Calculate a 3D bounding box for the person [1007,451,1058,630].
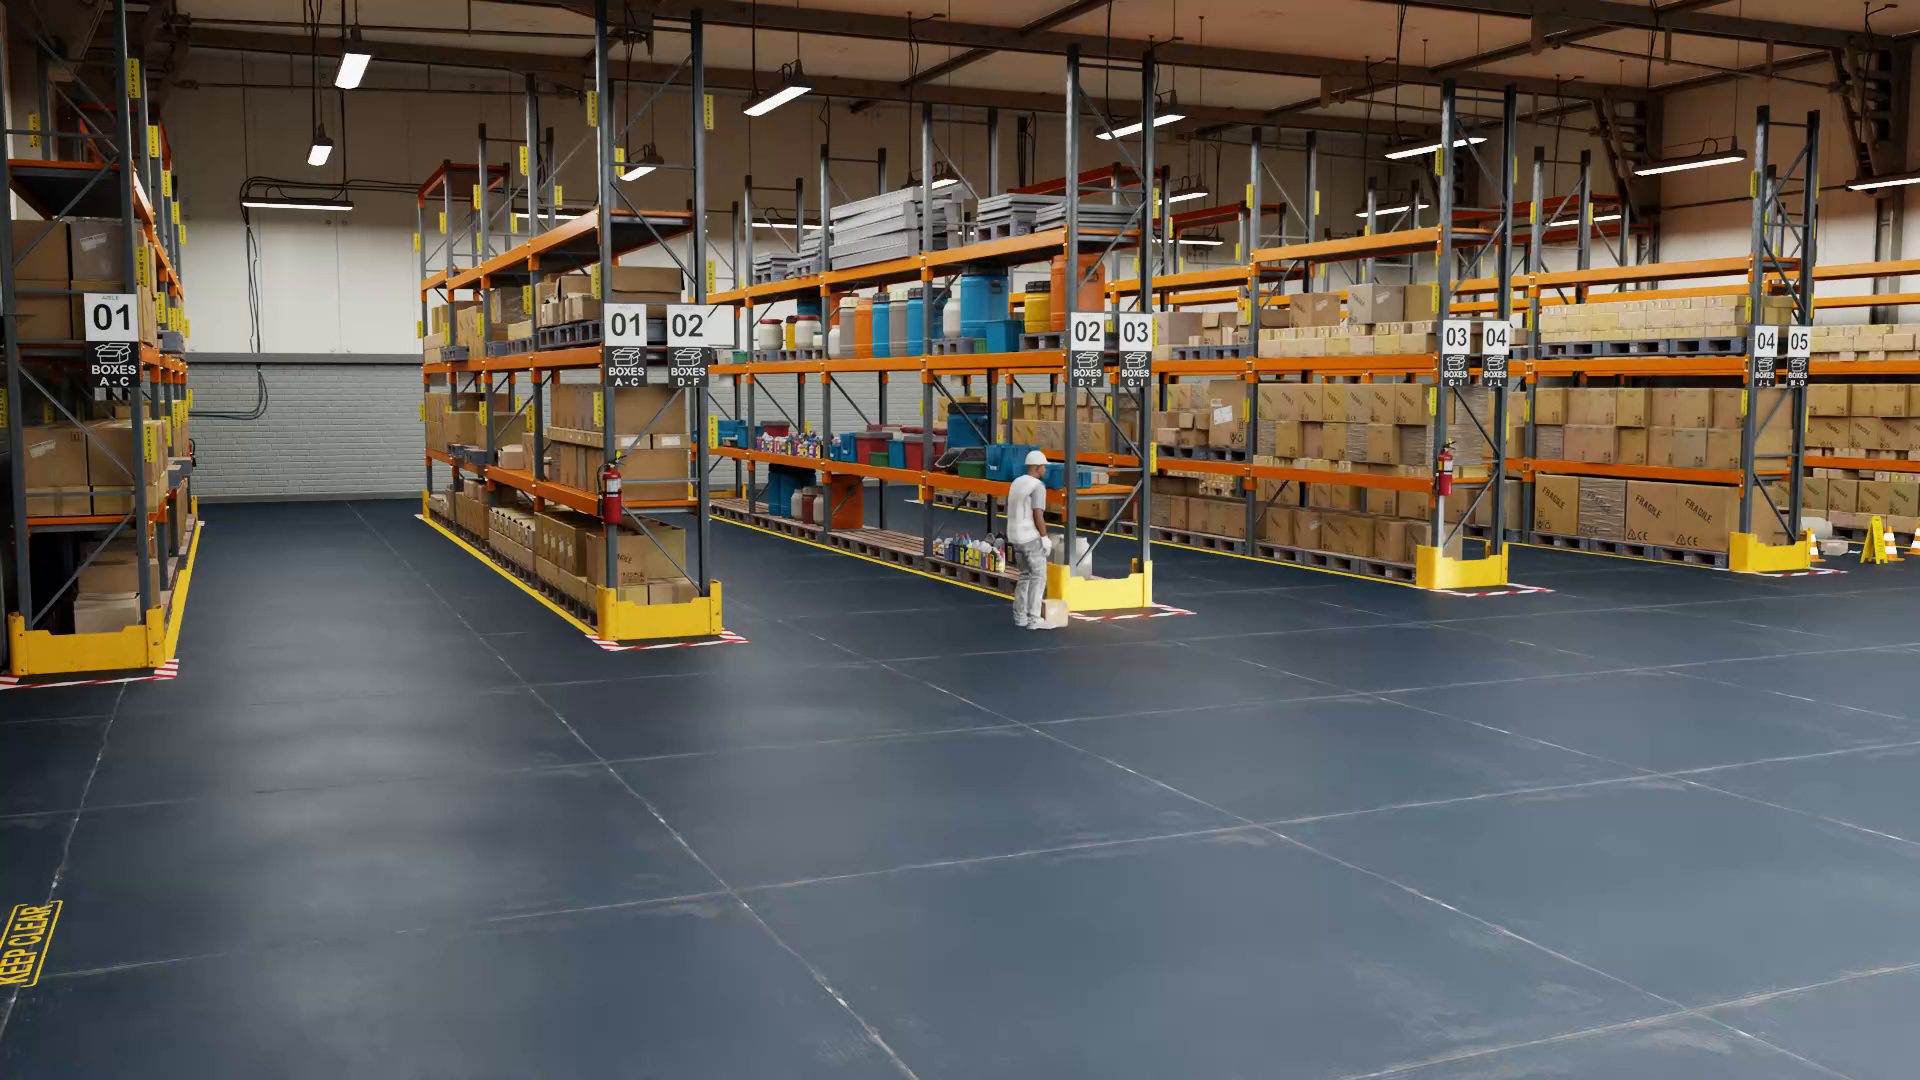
[{"bbox_3d":[0.716,-0.006,16.709,0.446,1.774,0.603,-2,6,-24],"label":"person"}]
